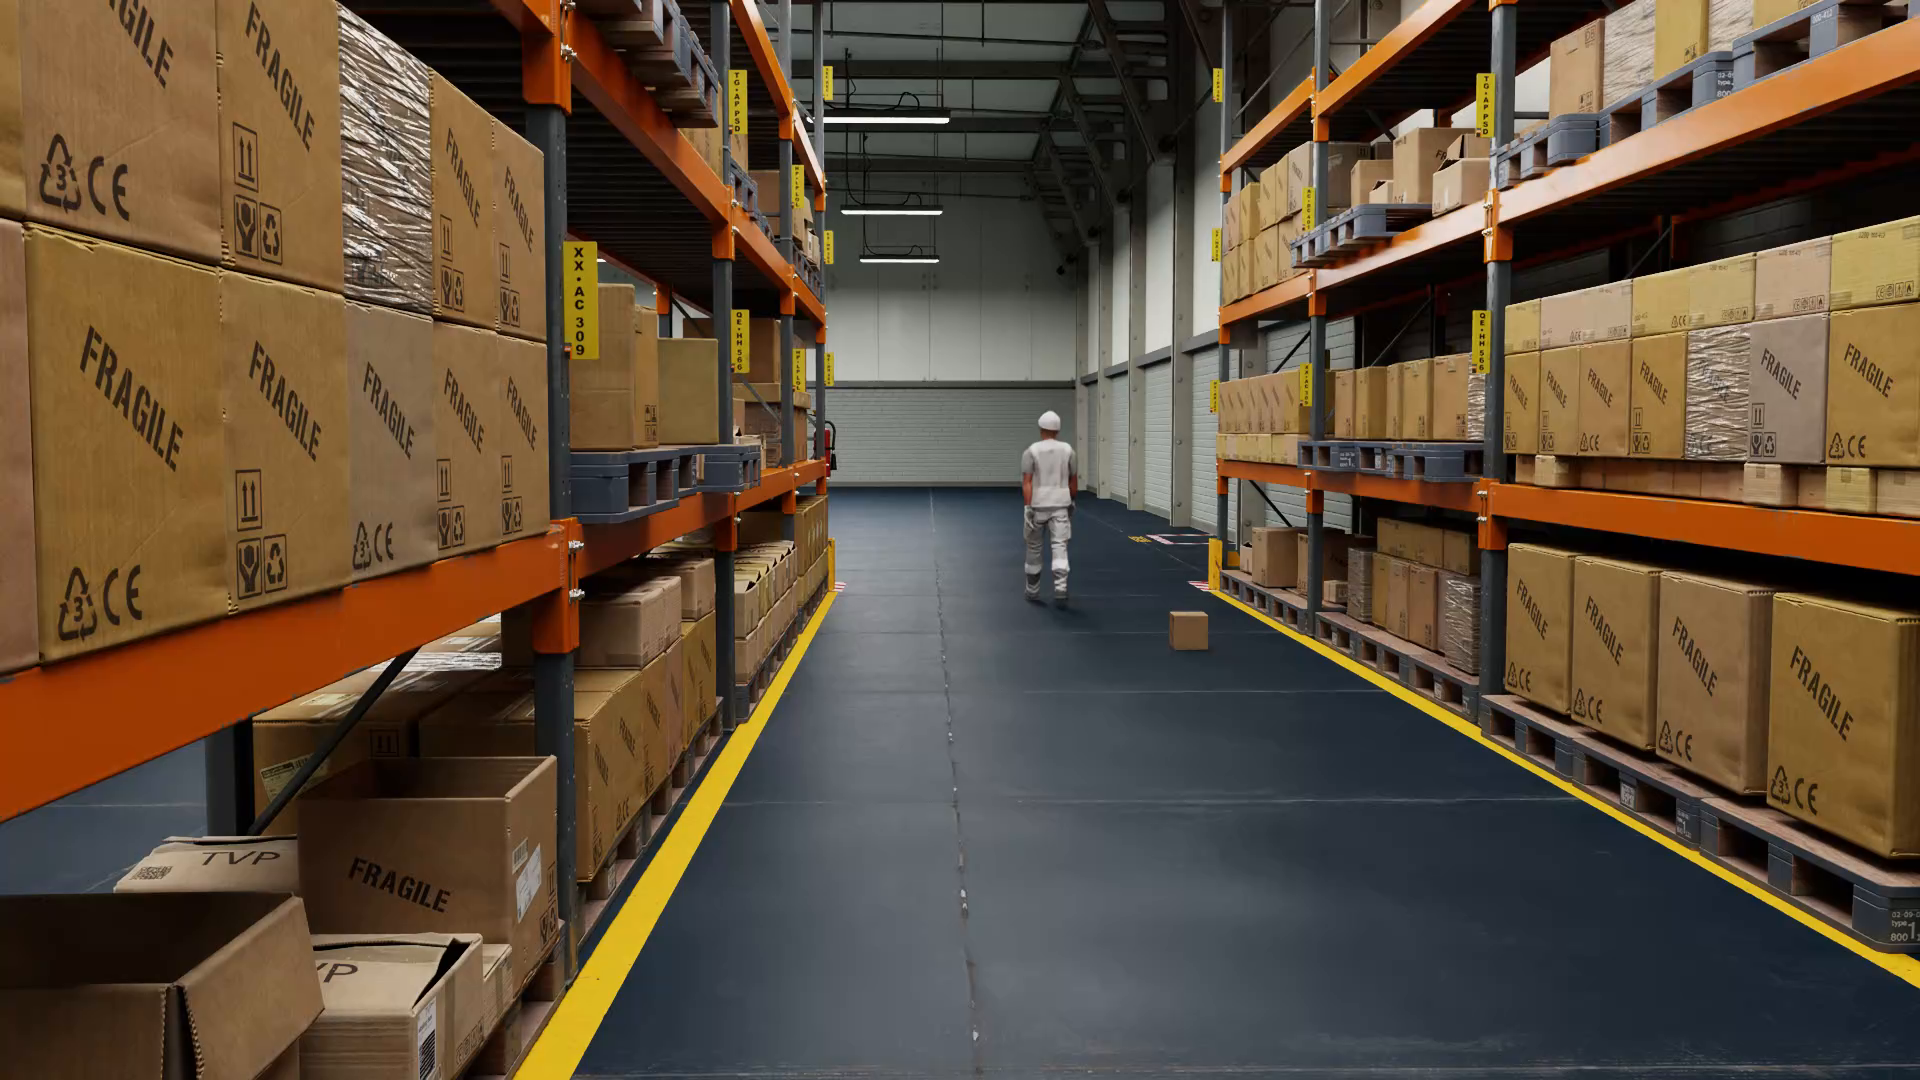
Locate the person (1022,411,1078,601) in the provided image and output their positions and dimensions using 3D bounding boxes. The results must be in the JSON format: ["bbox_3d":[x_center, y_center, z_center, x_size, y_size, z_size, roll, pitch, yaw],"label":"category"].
[{"bbox_3d":[0.816,-0.308,15.267,0.534,1.742,1.027,0,4,-3],"label":"person"}]
